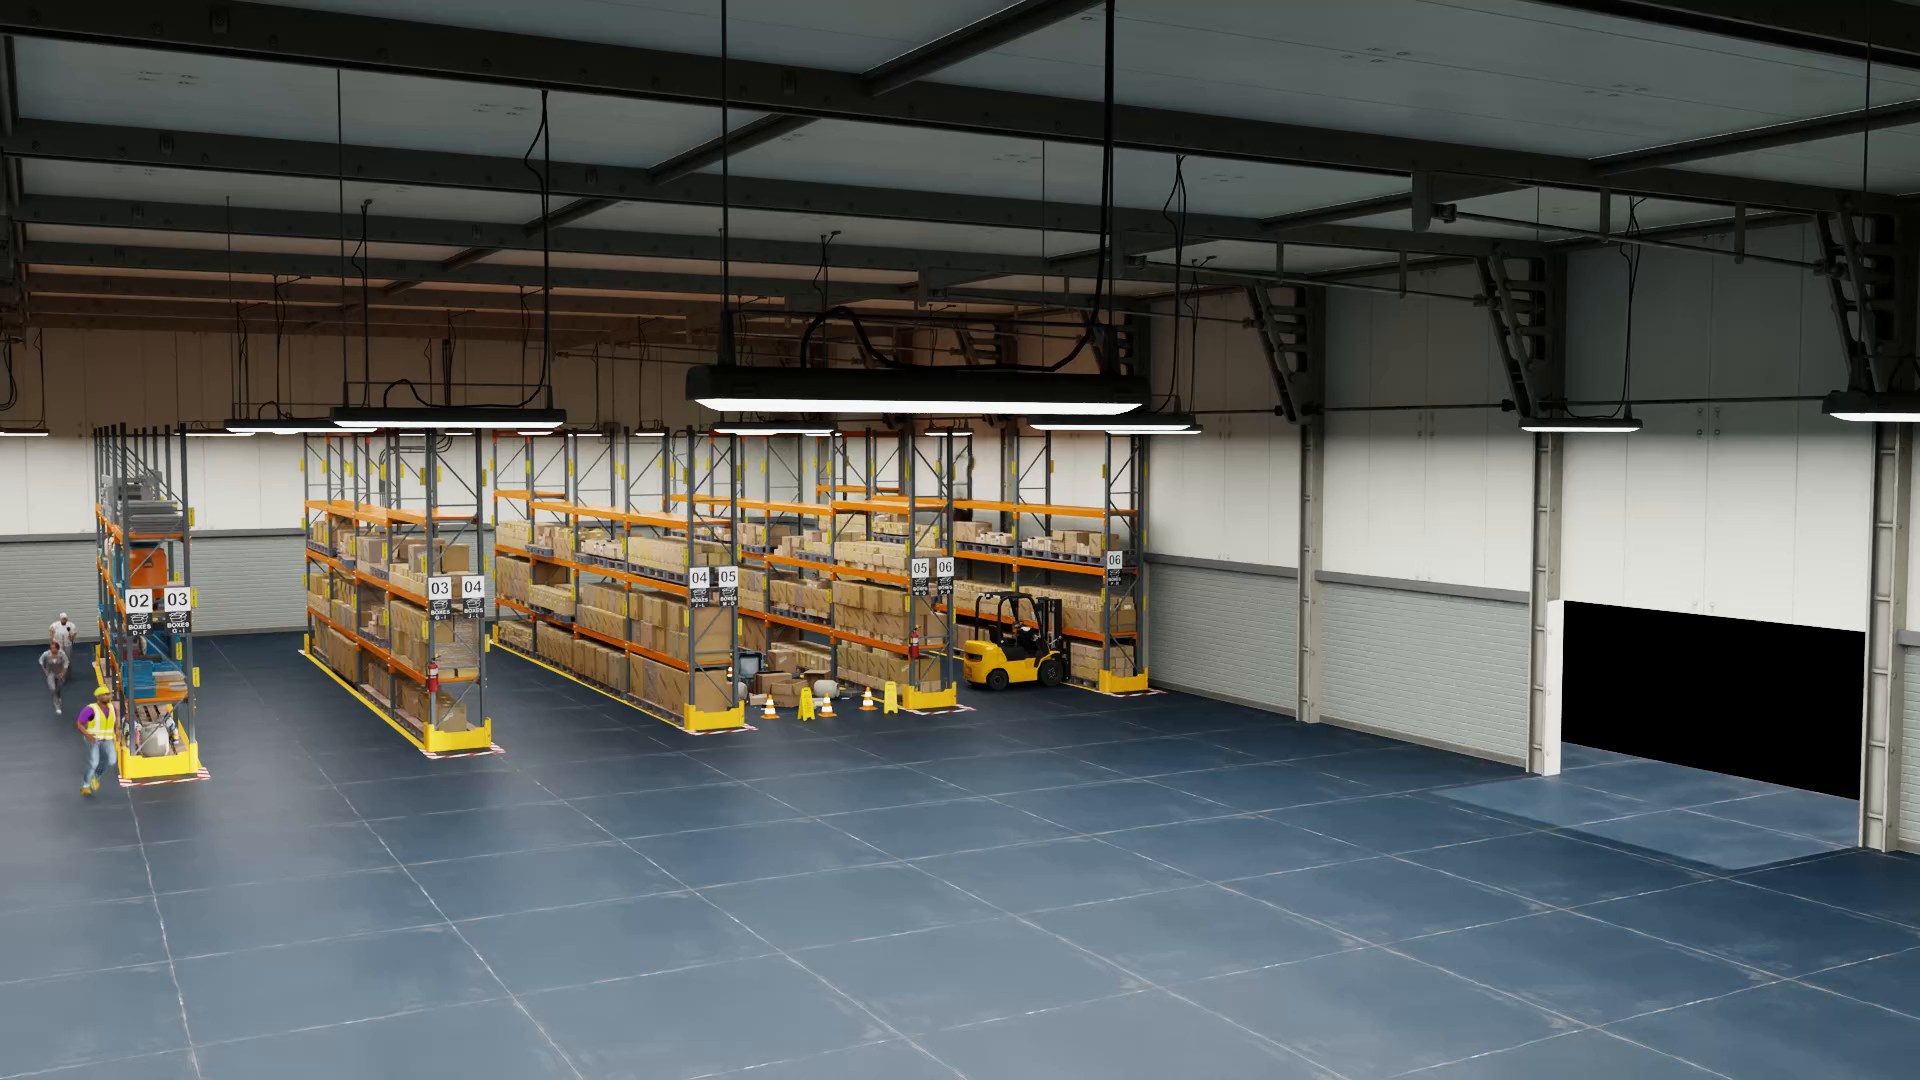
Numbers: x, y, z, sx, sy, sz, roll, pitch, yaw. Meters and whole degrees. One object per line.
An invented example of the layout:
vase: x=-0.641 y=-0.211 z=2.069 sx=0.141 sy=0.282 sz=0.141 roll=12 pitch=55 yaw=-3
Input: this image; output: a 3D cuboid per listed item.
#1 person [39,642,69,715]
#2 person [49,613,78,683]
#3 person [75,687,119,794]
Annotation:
person: x=-18.974 y=2.868 z=34.866 sx=0.557 sy=1.548 sz=0.893 roll=-2 pitch=4 yaw=-24
person: x=-21.295 y=2.534 z=39.517 sx=0.599 sy=1.661 sz=0.899 roll=-2 pitch=4 yaw=-30
person: x=-13.920 y=3.232 z=26.967 sx=0.531 sy=1.698 sz=0.753 roll=2 pitch=4 yaw=32
